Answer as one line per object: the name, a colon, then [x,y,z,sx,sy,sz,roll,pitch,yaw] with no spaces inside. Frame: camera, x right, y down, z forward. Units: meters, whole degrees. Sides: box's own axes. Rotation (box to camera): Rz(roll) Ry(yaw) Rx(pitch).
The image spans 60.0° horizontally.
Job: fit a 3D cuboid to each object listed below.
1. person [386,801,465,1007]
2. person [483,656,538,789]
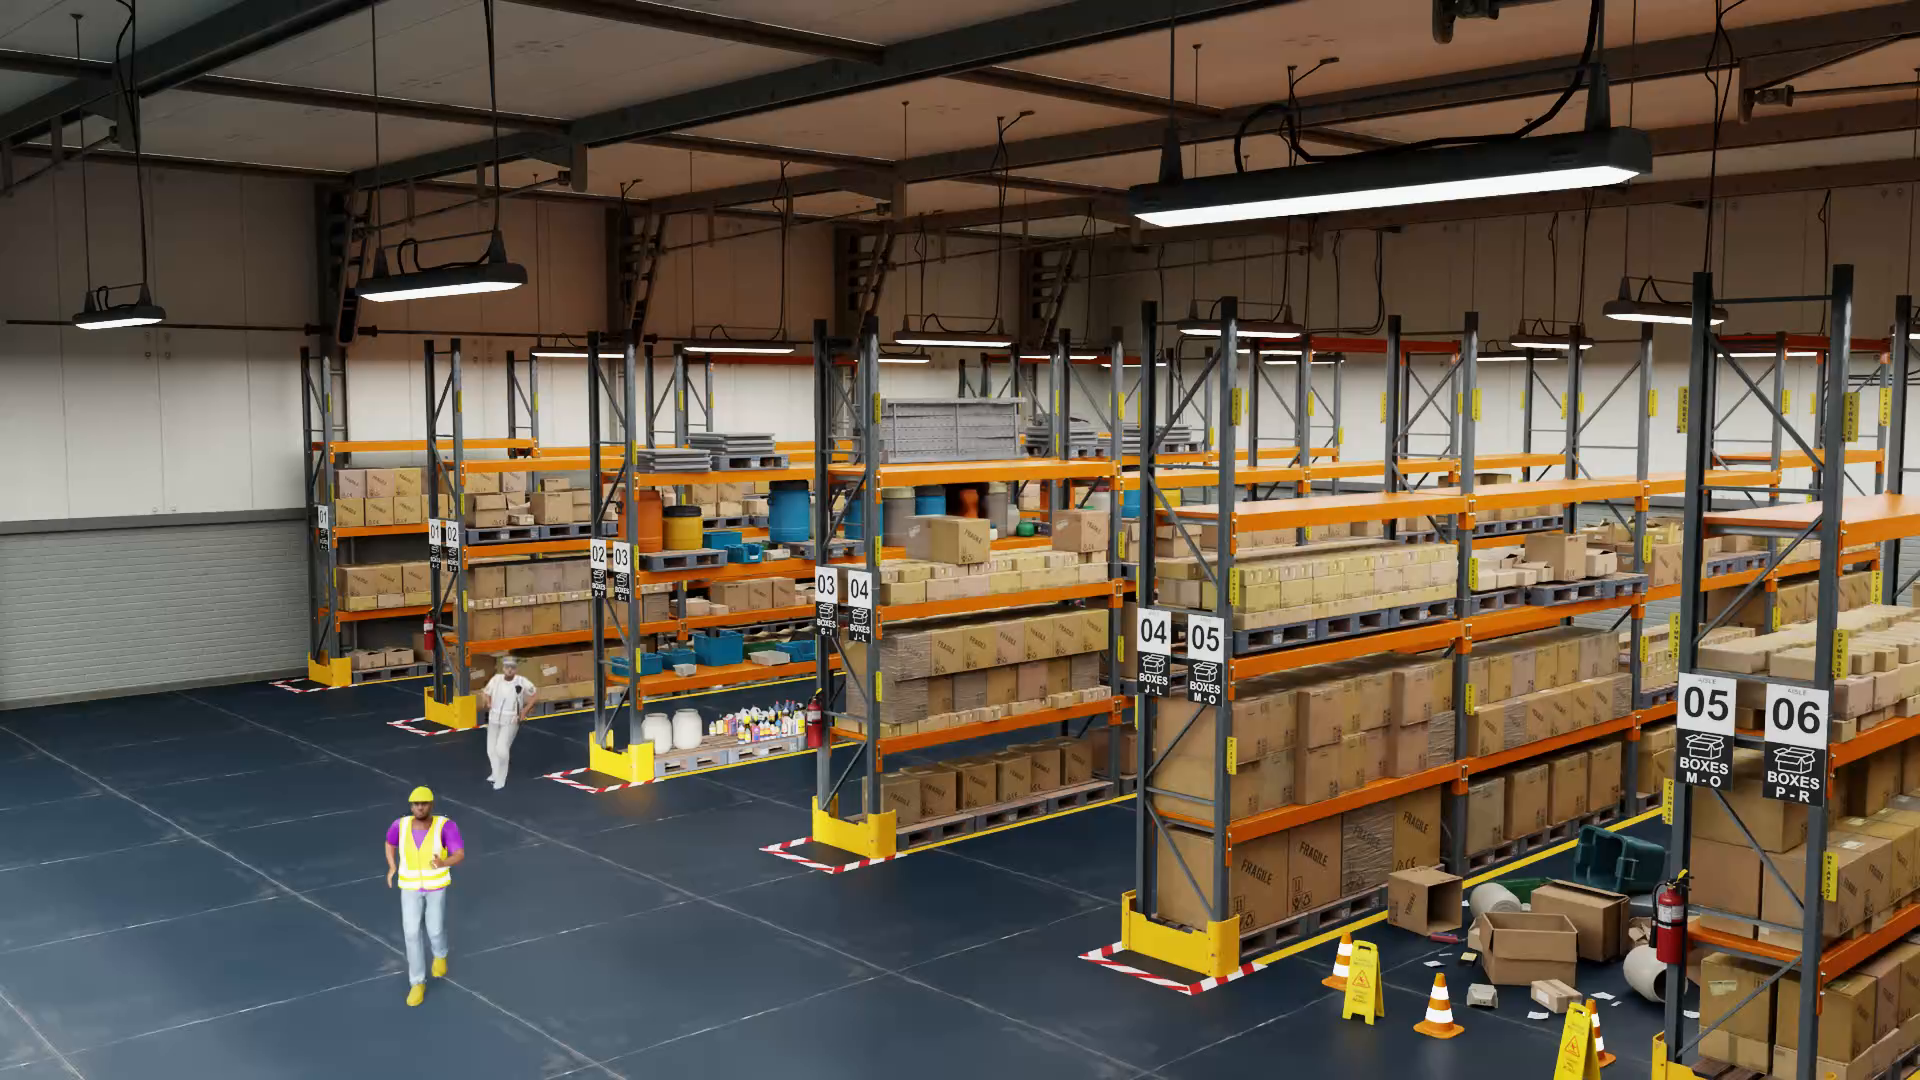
person: [-4.625,3.028,14.369,0.688,1.751,0.841,-1,5,-10]
person: [-5.948,2.398,21.831,0.666,1.787,0.685,1,5,7]
